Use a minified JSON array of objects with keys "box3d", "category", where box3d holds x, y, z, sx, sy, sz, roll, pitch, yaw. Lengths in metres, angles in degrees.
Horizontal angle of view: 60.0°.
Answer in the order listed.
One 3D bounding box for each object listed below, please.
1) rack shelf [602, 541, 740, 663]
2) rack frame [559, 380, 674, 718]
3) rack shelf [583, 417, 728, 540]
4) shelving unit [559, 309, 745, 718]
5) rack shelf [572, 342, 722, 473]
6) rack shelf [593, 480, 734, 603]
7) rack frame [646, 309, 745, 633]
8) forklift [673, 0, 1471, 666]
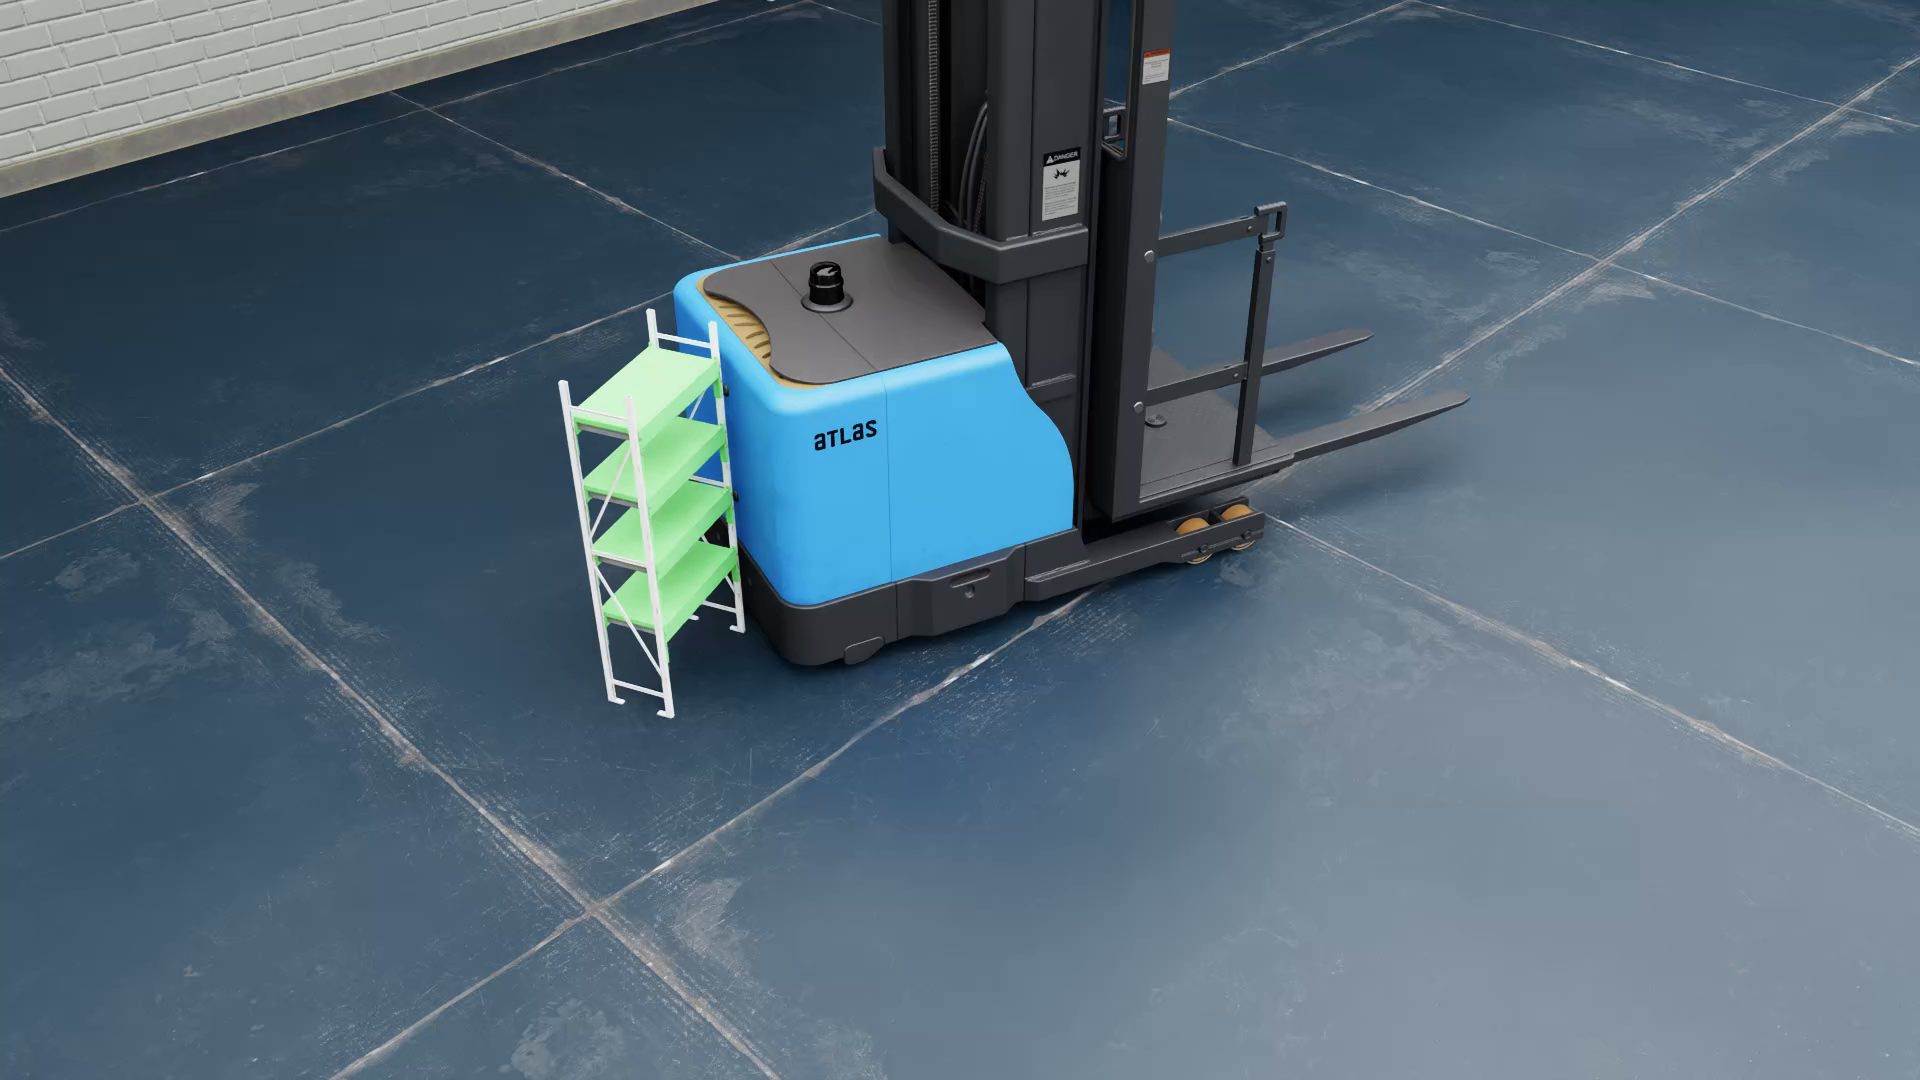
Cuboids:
[{"box3d":[-0.954,0.180,5.475,0.258,0.148,0.480,13,37,18],"category":"rack shelf"},{"box3d":[-1.046,0.060,5.116,0.240,1.200,0.015,13,37,18],"category":"rack frame"},{"box3d":[-0.954,-0.214,5.200,0.258,0.148,0.480,13,37,18],"category":"rack shelf"},{"box3d":[-0.954,-0.070,5.301,0.258,1.200,0.503,13,37,18],"category":"shelving unit"},{"box3d":[-0.954,-0.411,5.063,0.258,0.148,0.480,13,37,18],"category":"rack shelf"},{"box3d":[-0.954,-0.017,5.338,0.258,0.148,0.480,13,37,18],"category":"rack shelf"},{"box3d":[-0.862,-0.199,5.486,0.240,1.200,0.015,13,37,18],"category":"rack frame"},{"box3d":[0.558,-1.366,5.647,3.031,2.935,1.130,-16,38,-22],"category":"forklift"}]
